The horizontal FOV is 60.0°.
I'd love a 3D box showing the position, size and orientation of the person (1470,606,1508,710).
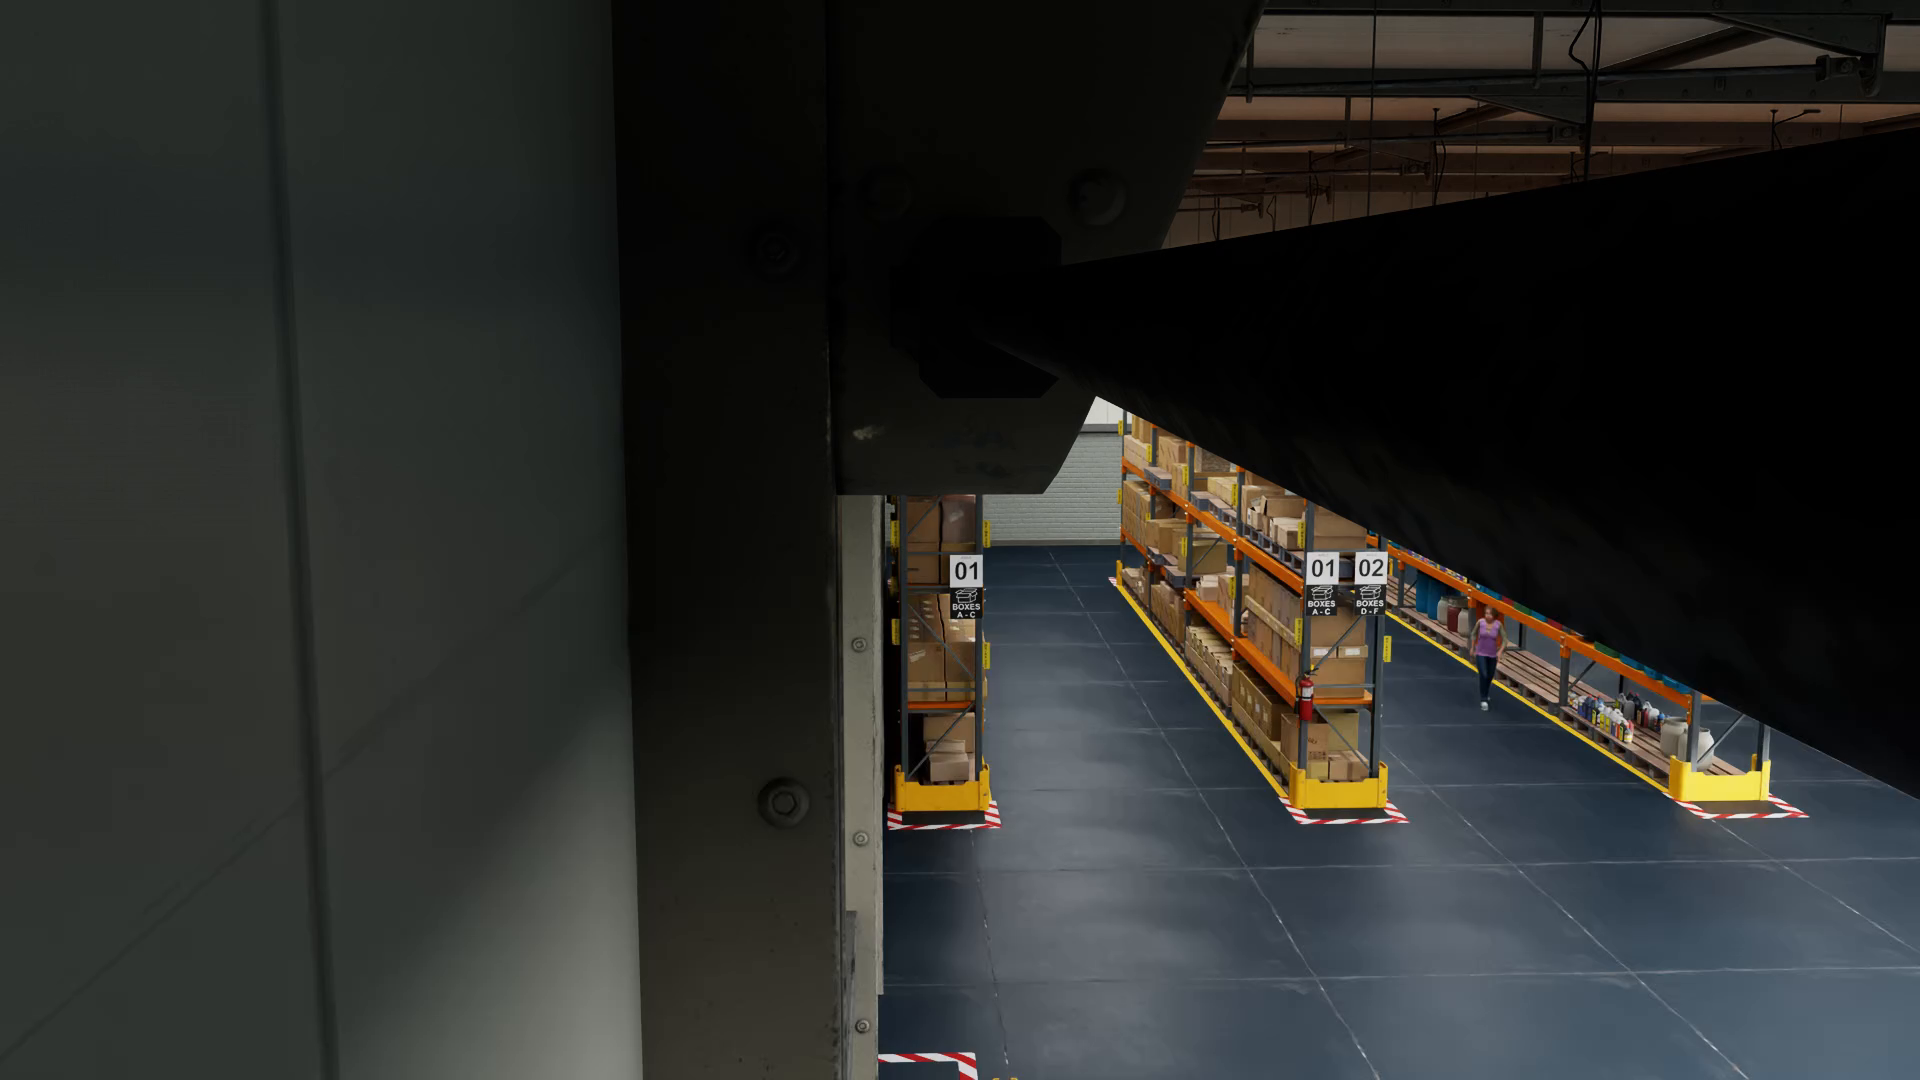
[{"bbox_3d":[8.153,1.778,25.671,0.518,1.594,0.728,1,8,5],"label":"person"}]
